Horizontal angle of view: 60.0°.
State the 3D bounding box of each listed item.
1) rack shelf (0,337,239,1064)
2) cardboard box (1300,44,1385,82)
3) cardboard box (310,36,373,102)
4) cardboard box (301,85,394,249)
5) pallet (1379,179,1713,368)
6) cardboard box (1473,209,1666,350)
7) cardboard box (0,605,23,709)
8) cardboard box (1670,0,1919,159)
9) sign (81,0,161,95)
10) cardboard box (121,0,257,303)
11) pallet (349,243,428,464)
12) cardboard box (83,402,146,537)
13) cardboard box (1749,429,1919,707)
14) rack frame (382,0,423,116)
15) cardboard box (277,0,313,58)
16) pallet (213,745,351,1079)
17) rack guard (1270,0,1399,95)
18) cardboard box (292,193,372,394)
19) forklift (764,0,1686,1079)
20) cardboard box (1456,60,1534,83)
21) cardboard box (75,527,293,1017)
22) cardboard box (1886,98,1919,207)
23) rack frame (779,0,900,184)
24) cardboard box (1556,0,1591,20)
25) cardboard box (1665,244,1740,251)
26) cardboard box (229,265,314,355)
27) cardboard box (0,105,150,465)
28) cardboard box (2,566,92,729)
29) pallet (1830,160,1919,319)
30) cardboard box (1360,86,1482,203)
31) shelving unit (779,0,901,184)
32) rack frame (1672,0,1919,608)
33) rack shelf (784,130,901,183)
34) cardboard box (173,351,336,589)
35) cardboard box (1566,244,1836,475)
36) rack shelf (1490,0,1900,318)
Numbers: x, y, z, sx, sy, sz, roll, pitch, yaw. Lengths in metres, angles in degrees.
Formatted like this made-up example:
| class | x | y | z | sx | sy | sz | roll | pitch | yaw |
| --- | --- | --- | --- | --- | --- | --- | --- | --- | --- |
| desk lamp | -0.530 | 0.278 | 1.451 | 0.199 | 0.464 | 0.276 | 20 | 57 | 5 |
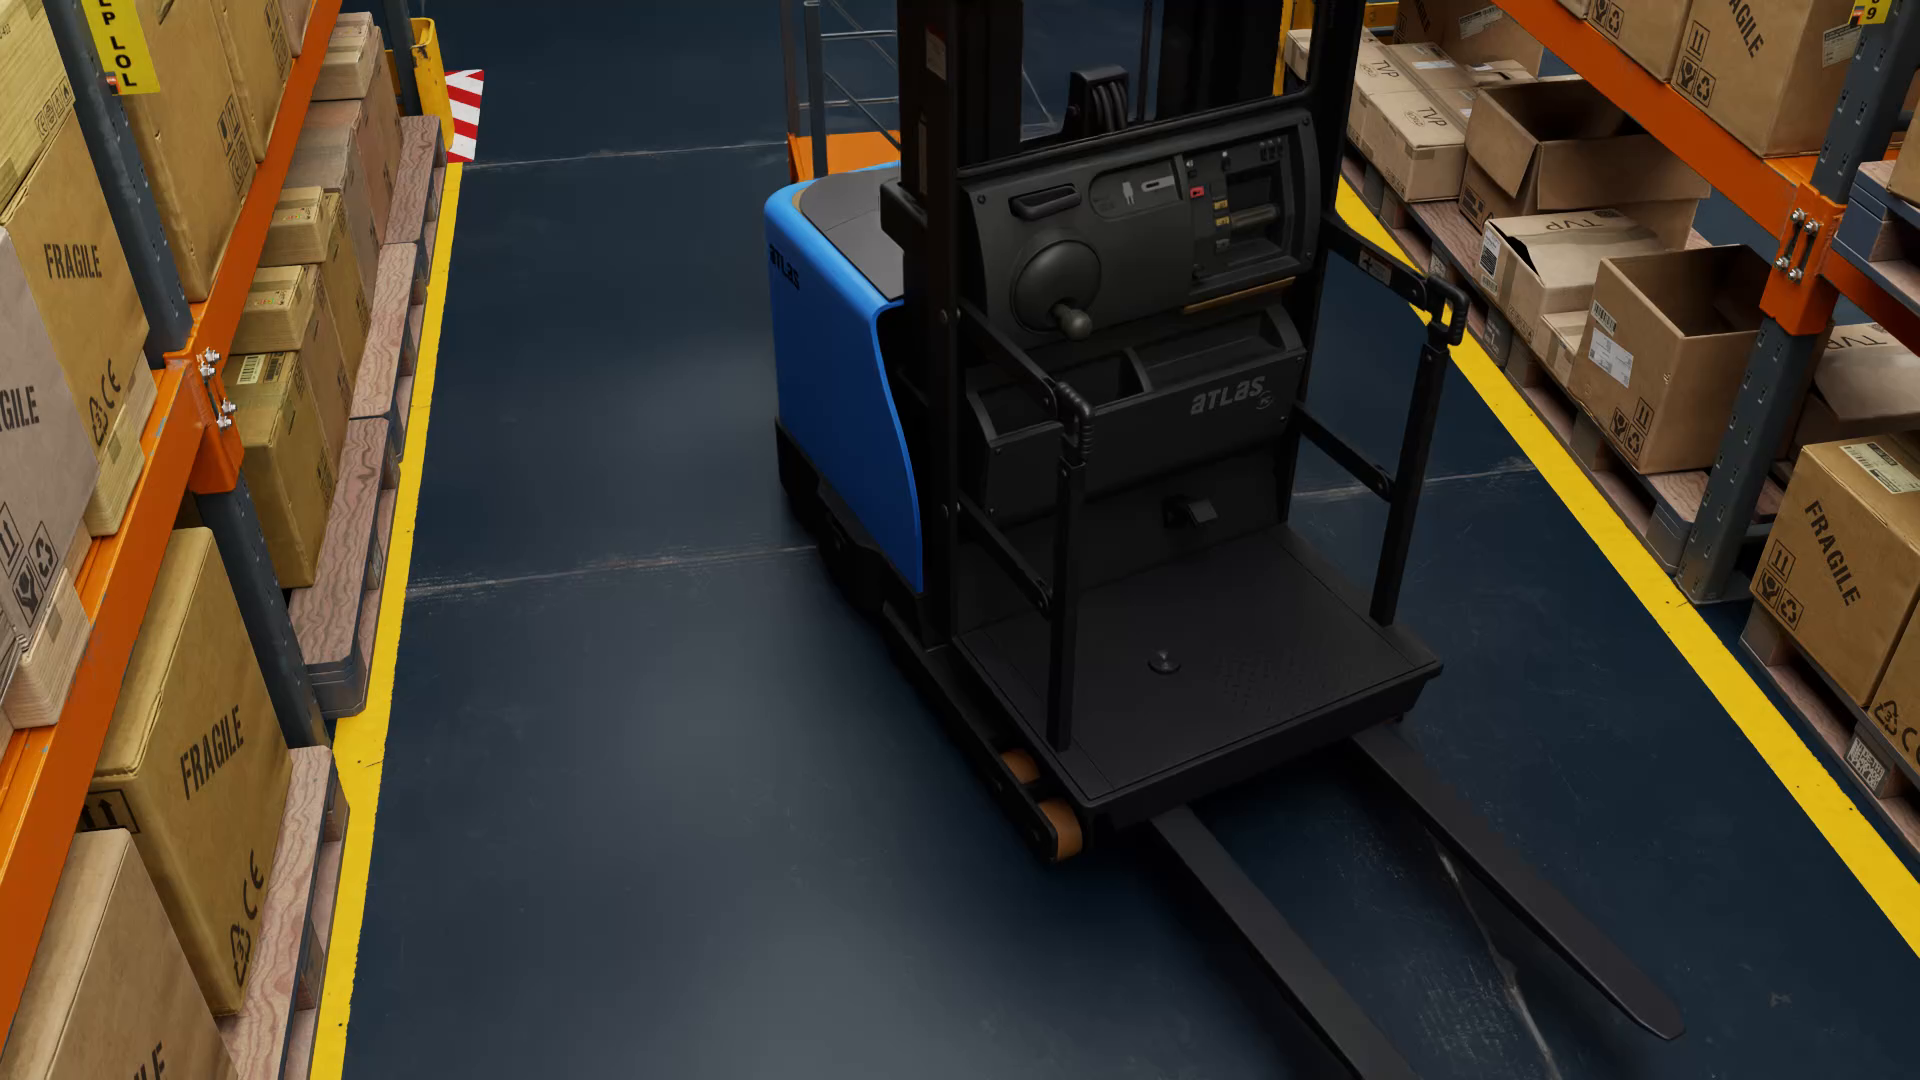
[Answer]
| class | x | y | z | sx | sy | sz | roll | pitch | yaw |
| --- | --- | --- | --- | --- | --- | --- | --- | --- | --- |
| rack shelf | -1.844 | 0.955 | 2.163 | 1.077 | 0.370 | 4.000 | -6 | 38 | -8 |
| cardboard box | 1.760 | -2.102 | 7.462 | 0.380 | 0.166 | 0.250 | -6 | 38 | -8 |
| cardboard box | -2.427 | -1.764 | 6.242 | 0.380 | 0.149 | 0.250 | -5 | 38 | -7 |
| cardboard box | -2.587 | -1.418 | 6.325 | 0.700 | 0.500 | 0.500 | -6 | 38 | -8 |
| pallet | 2.345 | -1.124 | 6.526 | 1.003 | 0.211 | 1.213 | -6 | 38 | -8 |
| cardboard box | 2.171 | -0.951 | 5.862 | 0.500 | 0.311 | 0.500 | -6 | 38 | -8 |
| cardboard box | -1.686 | 0.161 | 2.258 | 0.500 | 0.500 | 0.500 | -6 | 38 | -8 |
| cardboard box | 2.342 | -1.386 | 4.508 | 0.500 | 0.500 | 0.500 | -6 | 38 | -7 |
| sign | -1.662 | -1.028 | 3.248 | 0.100 | 0.325 | 0.005 | -6 | 38 | -8 |
| cardboard box | -2.273 | -0.985 | 3.829 | 0.980 | 0.700 | 0.700 | -6 | 38 | -7 |
| pallet | -2.468 | -0.642 | 5.905 | 1.003 | 0.211 | 1.213 | -6 | 38 | -8 |
| cardboard box | -1.789 | -0.122 | 3.151 | 0.380 | 0.149 | 0.250 | -6 | 38 | -7 |
| cardboard box | 2.527 | 0.059 | 4.408 | 0.500 | 0.500 | 0.500 | -8 | 39 | -10 |
| rack frame | -2.896 | -2.953 | 6.607 | 1.000 | 3.000 | 0.127 | -6 | 38 | -8 |
| cardboard box | -2.533 | -1.865 | 4.961 | 0.980 | 0.700 | 0.700 | -8 | 39 | -10 |
| pallet | -1.985 | 1.022 | 3.763 | 1.003 | 0.211 | 1.213 | -6 | 38 | -8 |
| rack guard | 1.994 | -2.455 | 8.003 | 1.175 | 0.500 | 0.348 | -6 | 38 | -8 |
| cardboard box | -2.397 | -0.793 | 5.521 | 0.700 | 0.500 | 0.500 | -5 | 38 | -7 |
| forklift | 0.549 | -0.663 | 3.715 | 1.130 | 2.935 | 3.031 | -18 | 41 | -22 |
| cardboard box | 2.301 | -1.987 | 7.314 | 0.380 | 0.166 | 0.250 | -6 | 38 | -8 |
| cardboard box | -1.952 | 0.524 | 3.540 | 0.750 | 0.750 | 0.750 | -6 | 38 | -7 |
| cardboard box | 2.545 | -0.968 | 3.627 | 0.700 | 0.500 | 0.500 | -19 | 42 | -23 |
| rack frame | -0.383 | -1.597 | 6.083 | 0.500 | 1.500 | 0.032 | -6 | 38 | -8 |
| cardboard box | 2.158 | -2.008 | 5.308 | 0.500 | 0.500 | 0.500 | -5 | 38 | -7 |
| cardboard box | 2.660 | -0.925 | 5.947 | 0.380 | 0.166 | 0.250 | -6 | 38 | -8 |
| cardboard box | -2.105 | -0.661 | 4.823 | 0.380 | 0.149 | 0.250 | -5 | 38 | -6 |
| cardboard box | -1.865 | -0.451 | 3.045 | 0.500 | 0.500 | 0.500 | -7 | 38 | -9 |
| cardboard box | -1.684 | 0.192 | 2.746 | 0.380 | 0.149 | 0.250 | -6 | 38 | -8 |
| pallet | 2.715 | -0.502 | 3.608 | 1.003 | 0.211 | 1.213 | -6 | 38 | -8 |
| cardboard box | 1.972 | -1.613 | 6.764 | 0.500 | 0.250 | 0.500 | -6 | 38 | -8 |
| shelving unit | -0.295 | -1.295 | 5.695 | 0.587 | 1.500 | 1.083 | -6 | 38 | -8 |
| rack frame | 2.682 | -1.072 | 4.185 | 1.000 | 3.000 | 0.127 | -6 | 38 | -8 |
| rack shelf | -0.294 | -1.148 | 5.798 | 0.538 | 0.185 | 1.000 | -6 | 38 | -8 |
| cardboard box | -2.224 | -0.179 | 4.730 | 0.700 | 0.500 | 0.500 | -6 | 38 | -7 |
| cardboard box | 2.303 | -0.573 | 5.221 | 0.500 | 0.500 | 0.500 | -6 | 38 | -8 |
| rack shelf | 2.331 | -1.996 | 5.961 | 1.077 | 0.370 | 4.000 | -6 | 38 | -8 |
